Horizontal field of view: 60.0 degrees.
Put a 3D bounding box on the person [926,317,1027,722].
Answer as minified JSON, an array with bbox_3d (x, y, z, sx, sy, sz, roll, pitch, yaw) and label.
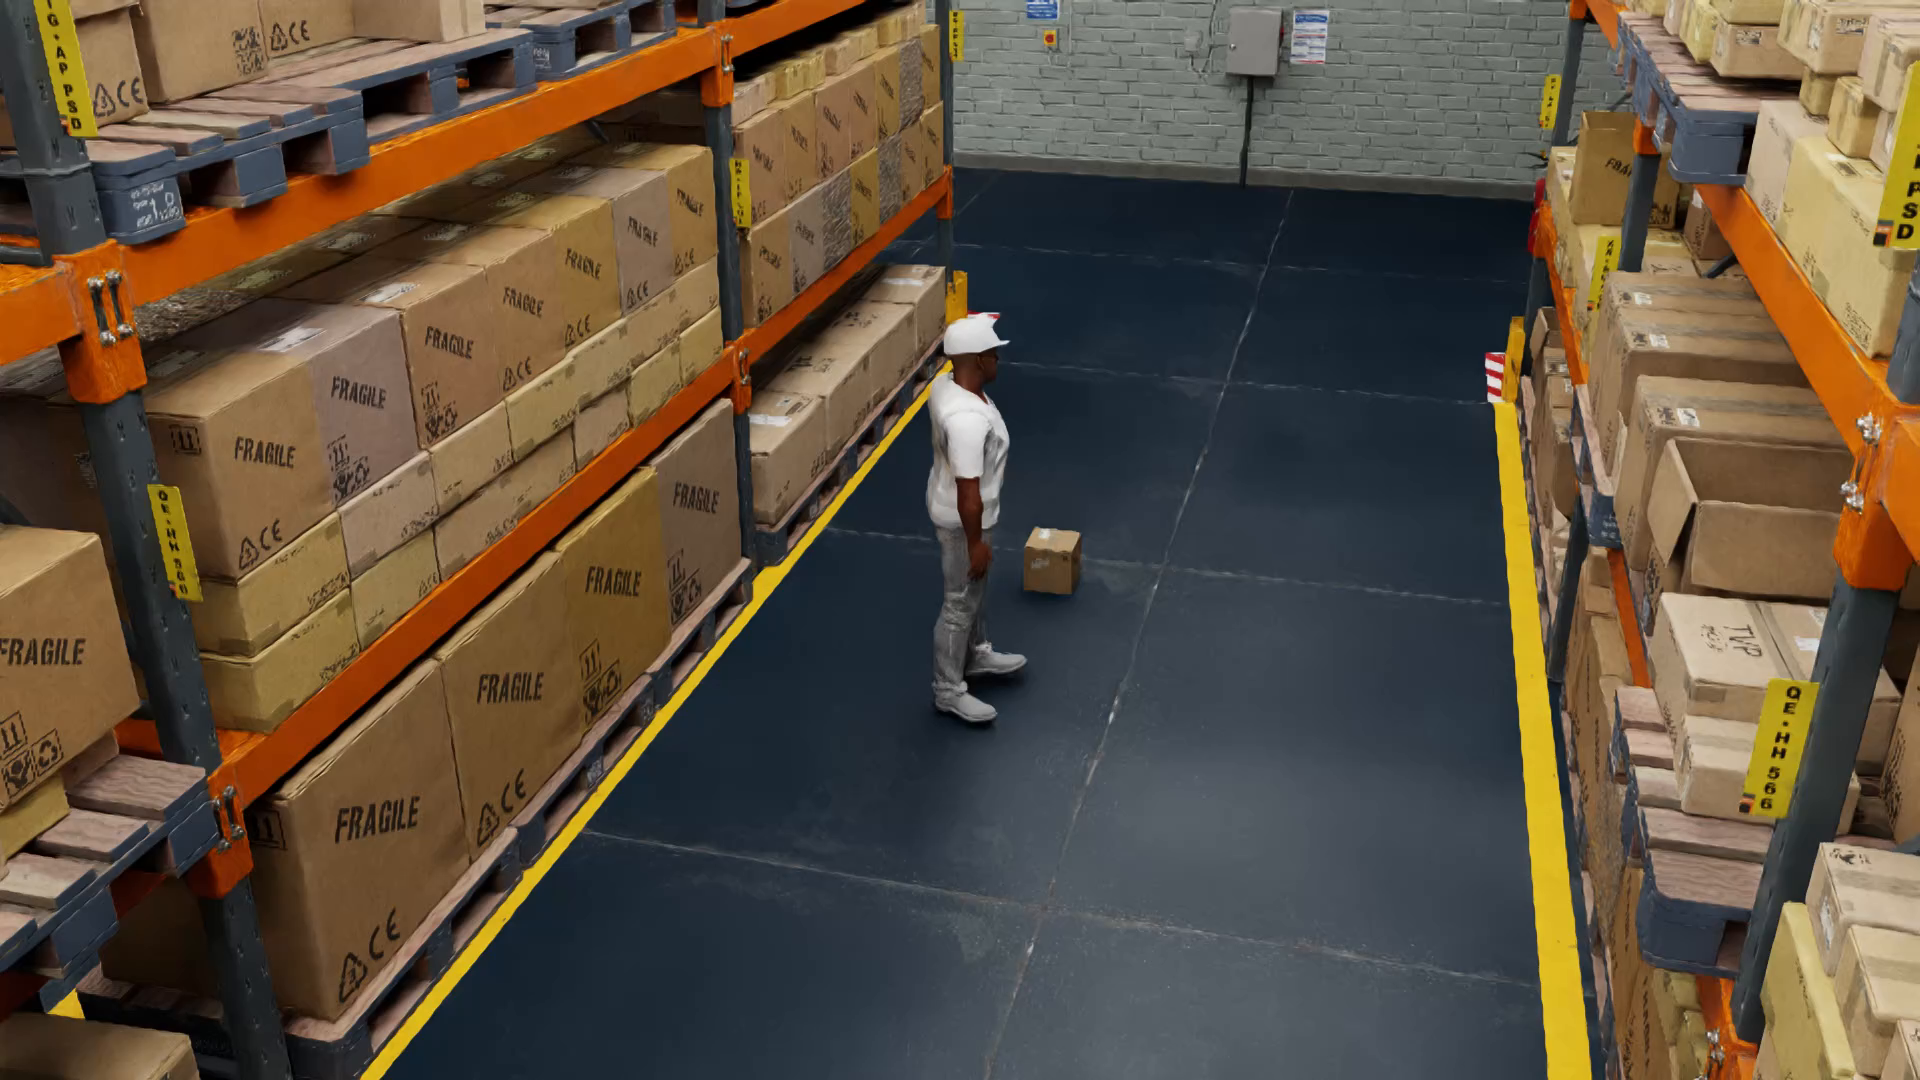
[{"bbox_3d":[0.089,-0.116,7.256,0.470,1.770,0.636,-2,25,-4],"label":"person"}]
